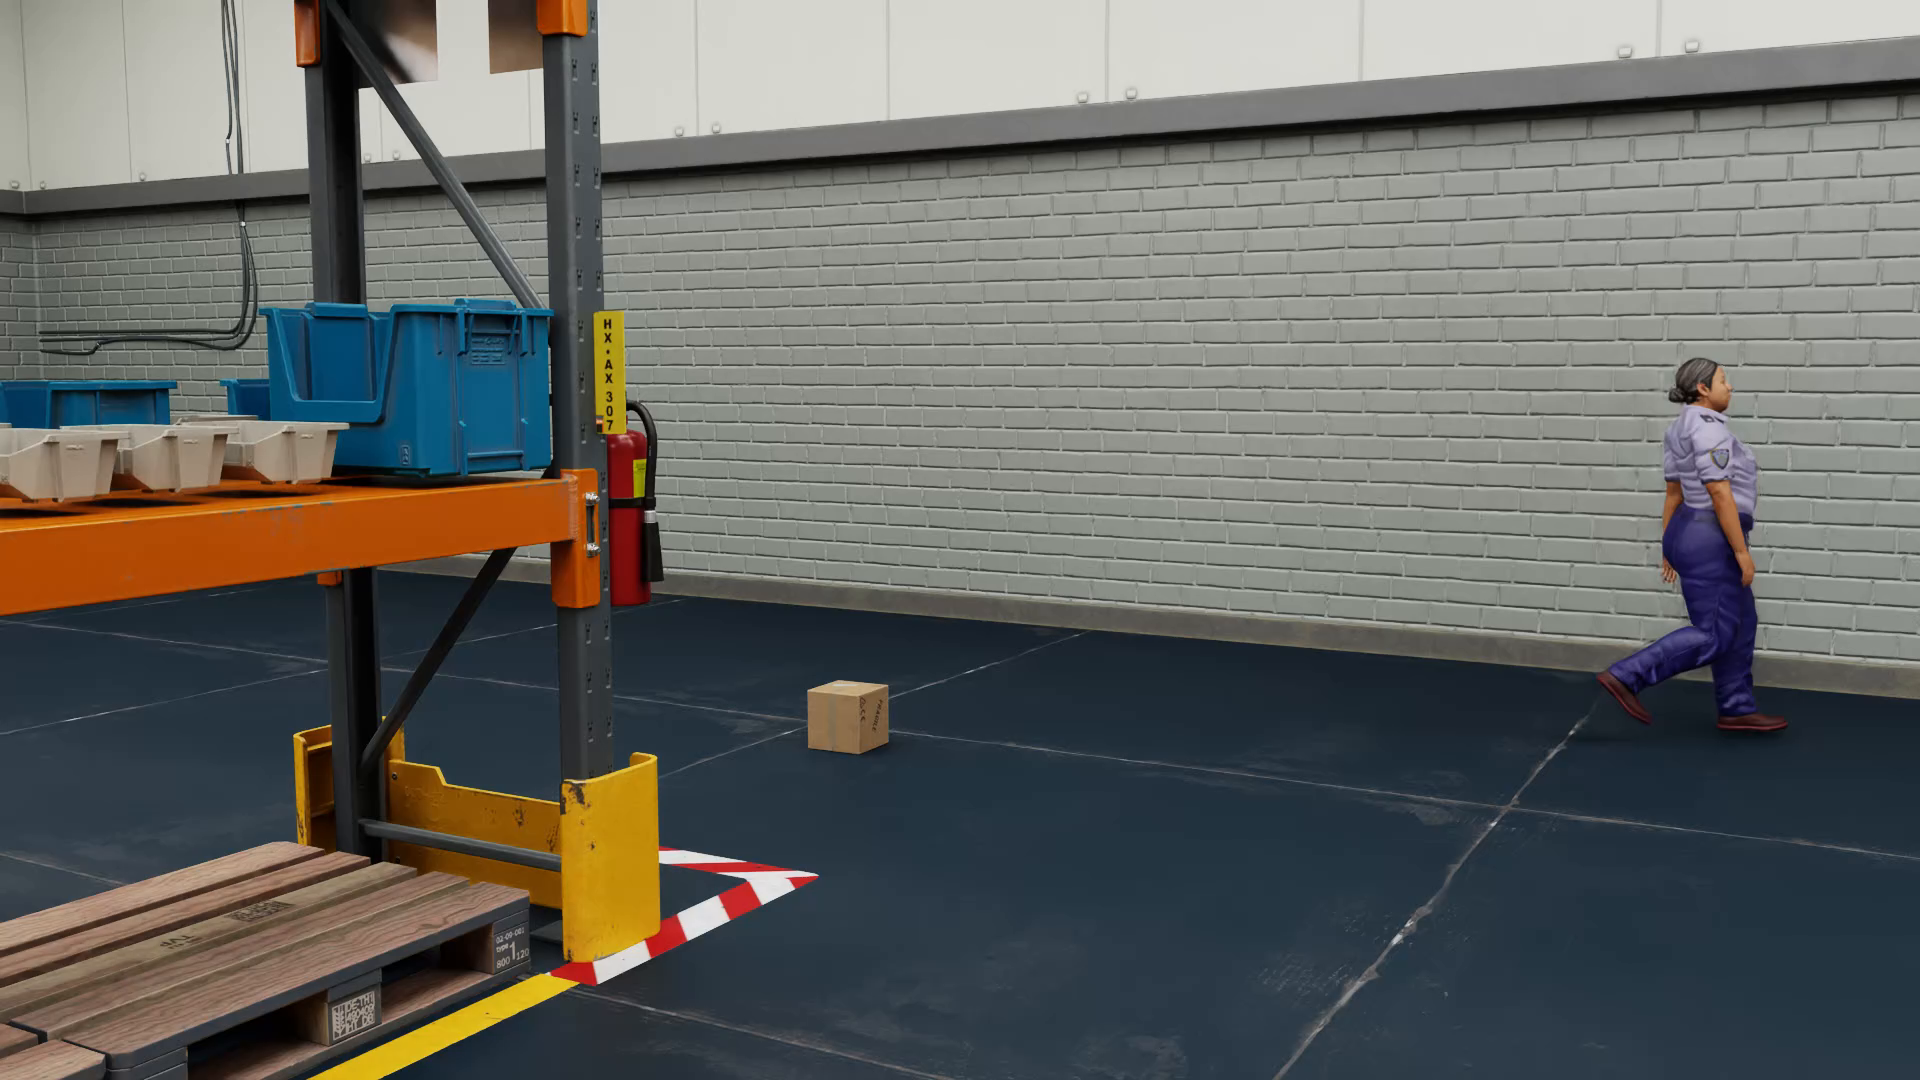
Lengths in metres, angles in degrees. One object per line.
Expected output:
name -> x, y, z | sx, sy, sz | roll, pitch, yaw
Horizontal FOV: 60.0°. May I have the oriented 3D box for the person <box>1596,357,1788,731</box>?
person -> 3.147, 0.031, 7.073 | 0.861, 1.606, 0.495 | 1, 6, 7
